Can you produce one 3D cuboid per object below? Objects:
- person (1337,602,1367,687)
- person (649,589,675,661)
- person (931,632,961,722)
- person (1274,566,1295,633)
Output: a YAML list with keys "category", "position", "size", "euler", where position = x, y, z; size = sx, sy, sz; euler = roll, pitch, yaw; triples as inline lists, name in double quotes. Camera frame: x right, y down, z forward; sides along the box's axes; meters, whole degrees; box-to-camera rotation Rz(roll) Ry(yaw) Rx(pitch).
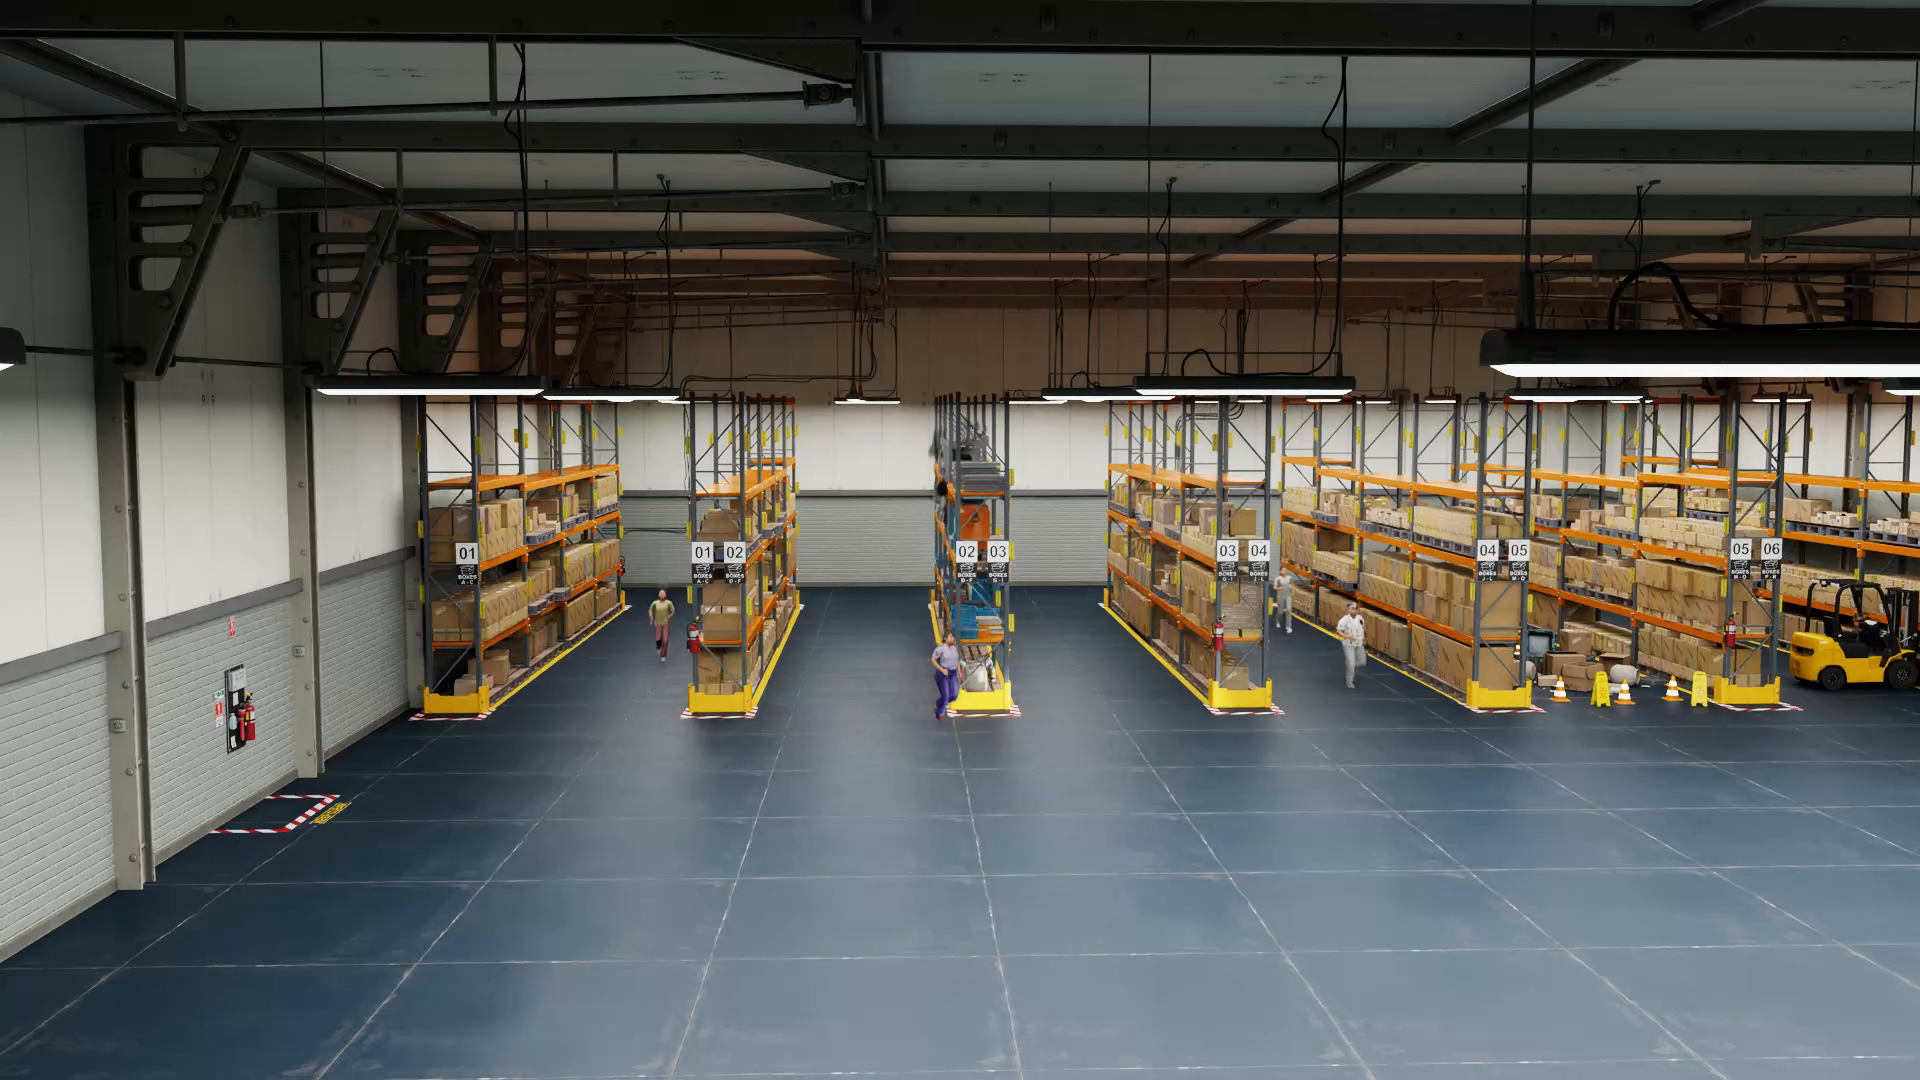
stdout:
- category: "person"
  position: [8.038, 2.133, 33.993]
  size: [0.705, 1.752, 0.612]
  euler: [-1, 5, -16]
- category: "person"
  position: [-6.702, 1.914, 37.417]
  size: [0.581, 1.630, 0.540]
  euler: [-1, 5, -9]
- category: "person"
  position: [-0.232, 2.492, 30.474]
  size: [0.648, 1.609, 0.519]
  euler: [-4, 6, -42]
- category: "person"
  position: [8.258, 1.483, 42.302]
  size: [0.575, 1.646, 1.021]
  euler: [0, 5, -1]
